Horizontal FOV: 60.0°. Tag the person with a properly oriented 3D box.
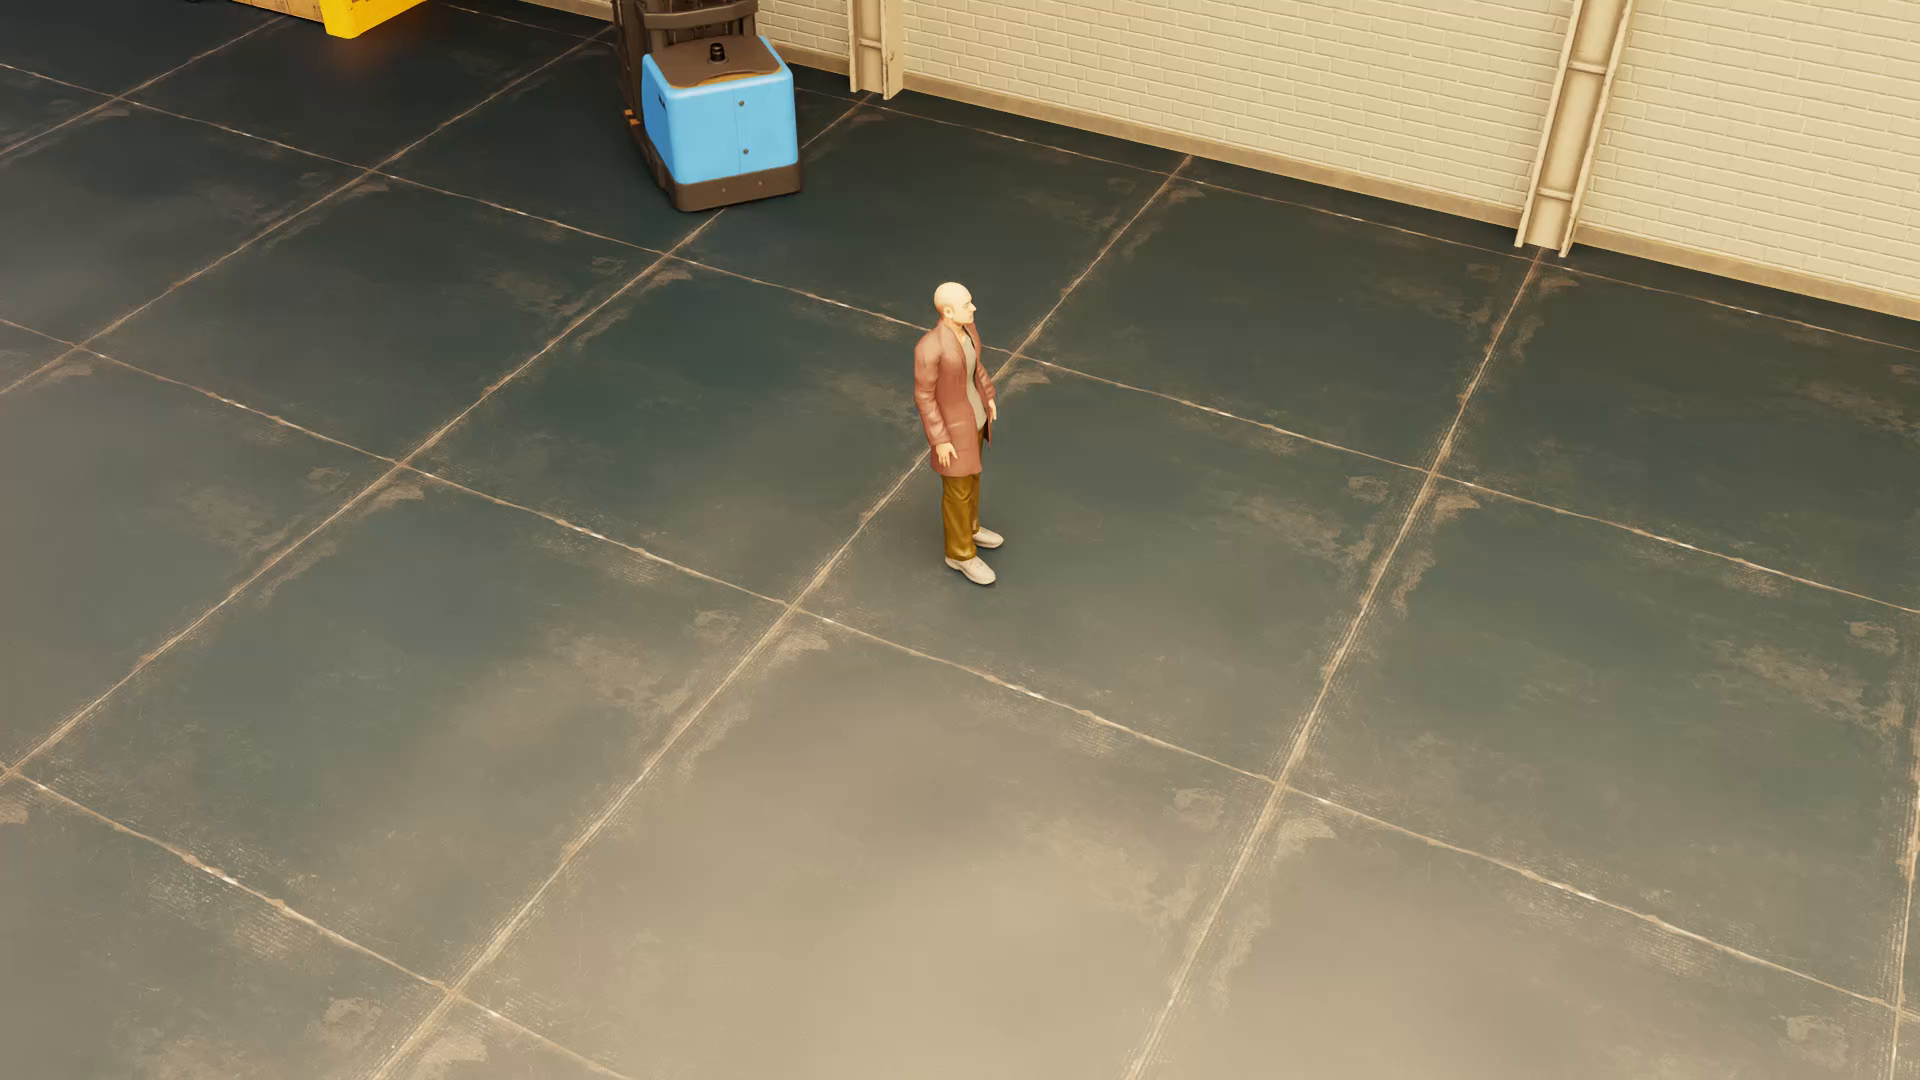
[{"bbox_3d":[0.080,-0.656,9.649,0.579,1.778,0.698,18,43,21],"label":"person"}]

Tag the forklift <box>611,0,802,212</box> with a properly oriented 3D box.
[{"bbox_3d":[-2.314,-4.690,13.555,1.130,2.935,3.031,-15,42,-17],"label":"forklift"}]
